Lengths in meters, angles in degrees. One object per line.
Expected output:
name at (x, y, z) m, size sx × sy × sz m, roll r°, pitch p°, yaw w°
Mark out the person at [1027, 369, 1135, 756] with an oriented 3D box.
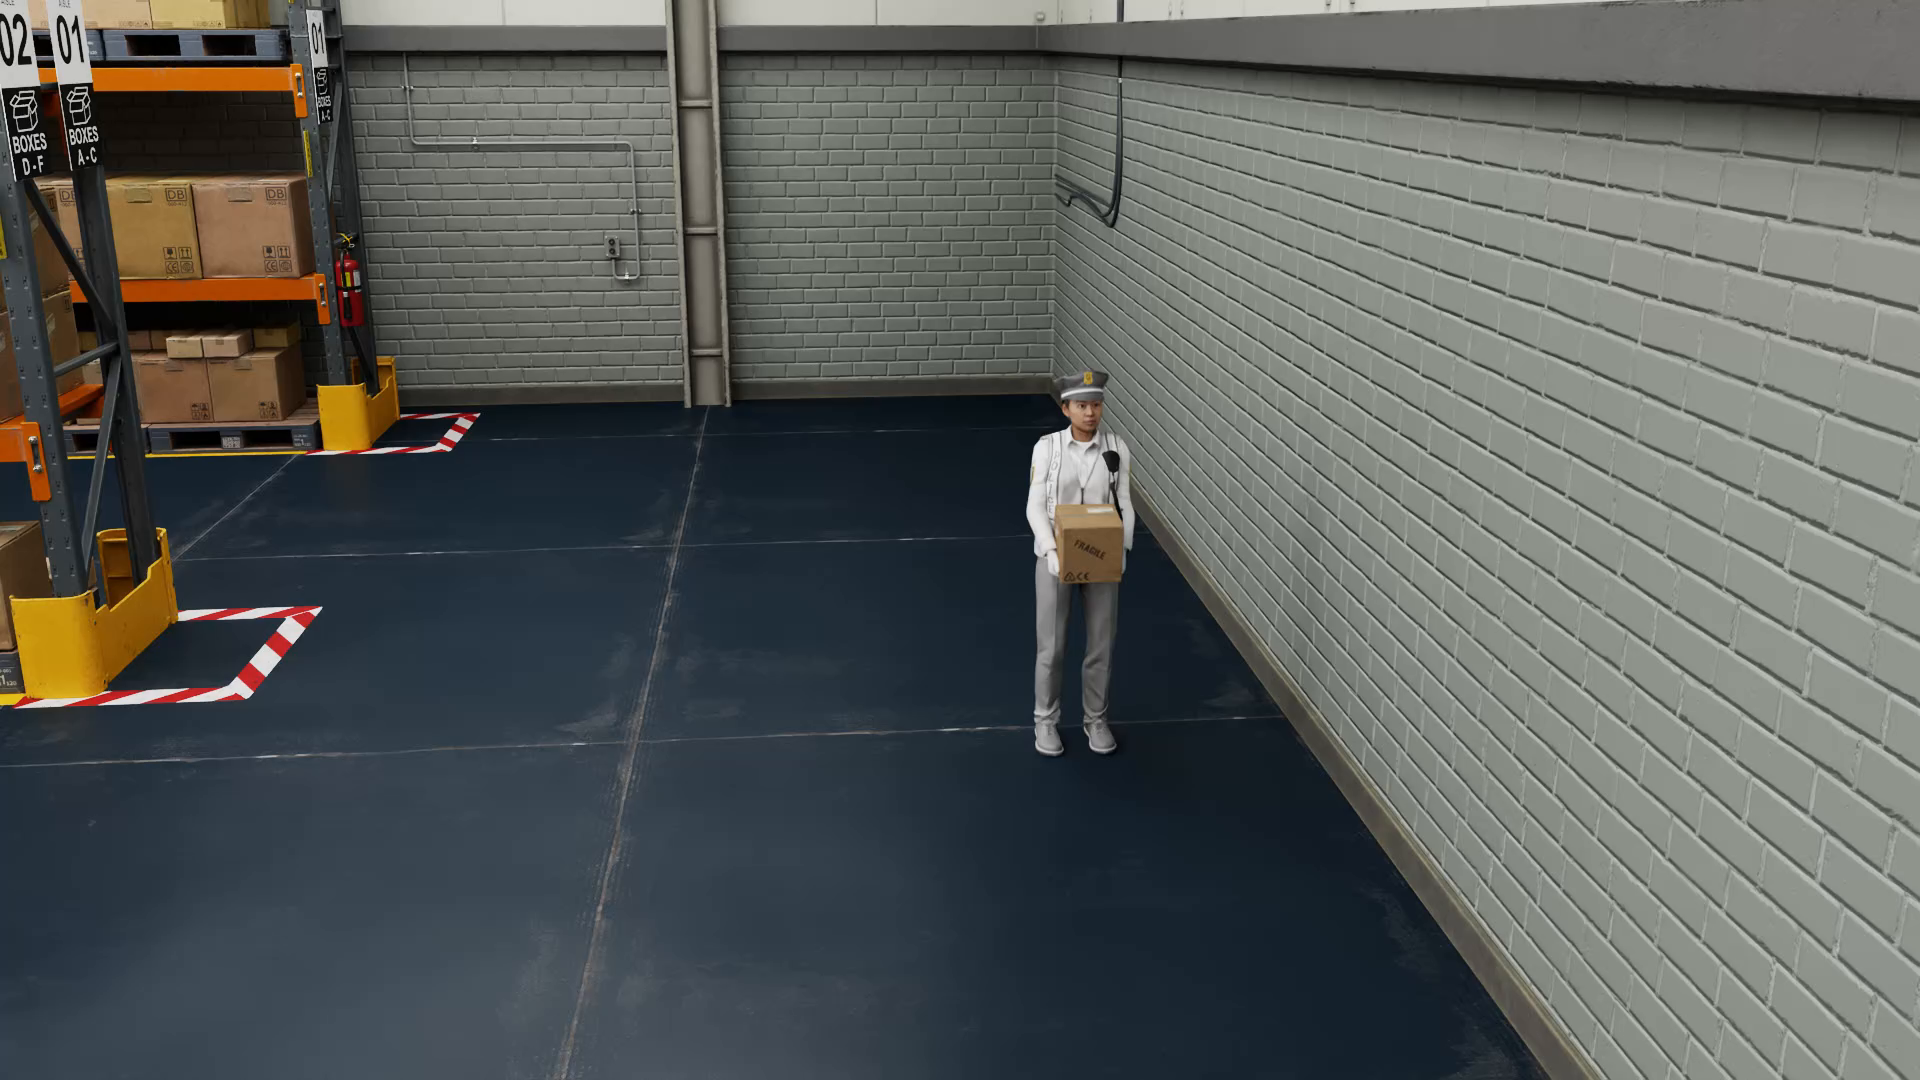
person at (0.514, 0.114, 7.125) m, size 0.459 × 1.686 × 0.562 m, roll -1°, pitch 17°, yaw -5°
